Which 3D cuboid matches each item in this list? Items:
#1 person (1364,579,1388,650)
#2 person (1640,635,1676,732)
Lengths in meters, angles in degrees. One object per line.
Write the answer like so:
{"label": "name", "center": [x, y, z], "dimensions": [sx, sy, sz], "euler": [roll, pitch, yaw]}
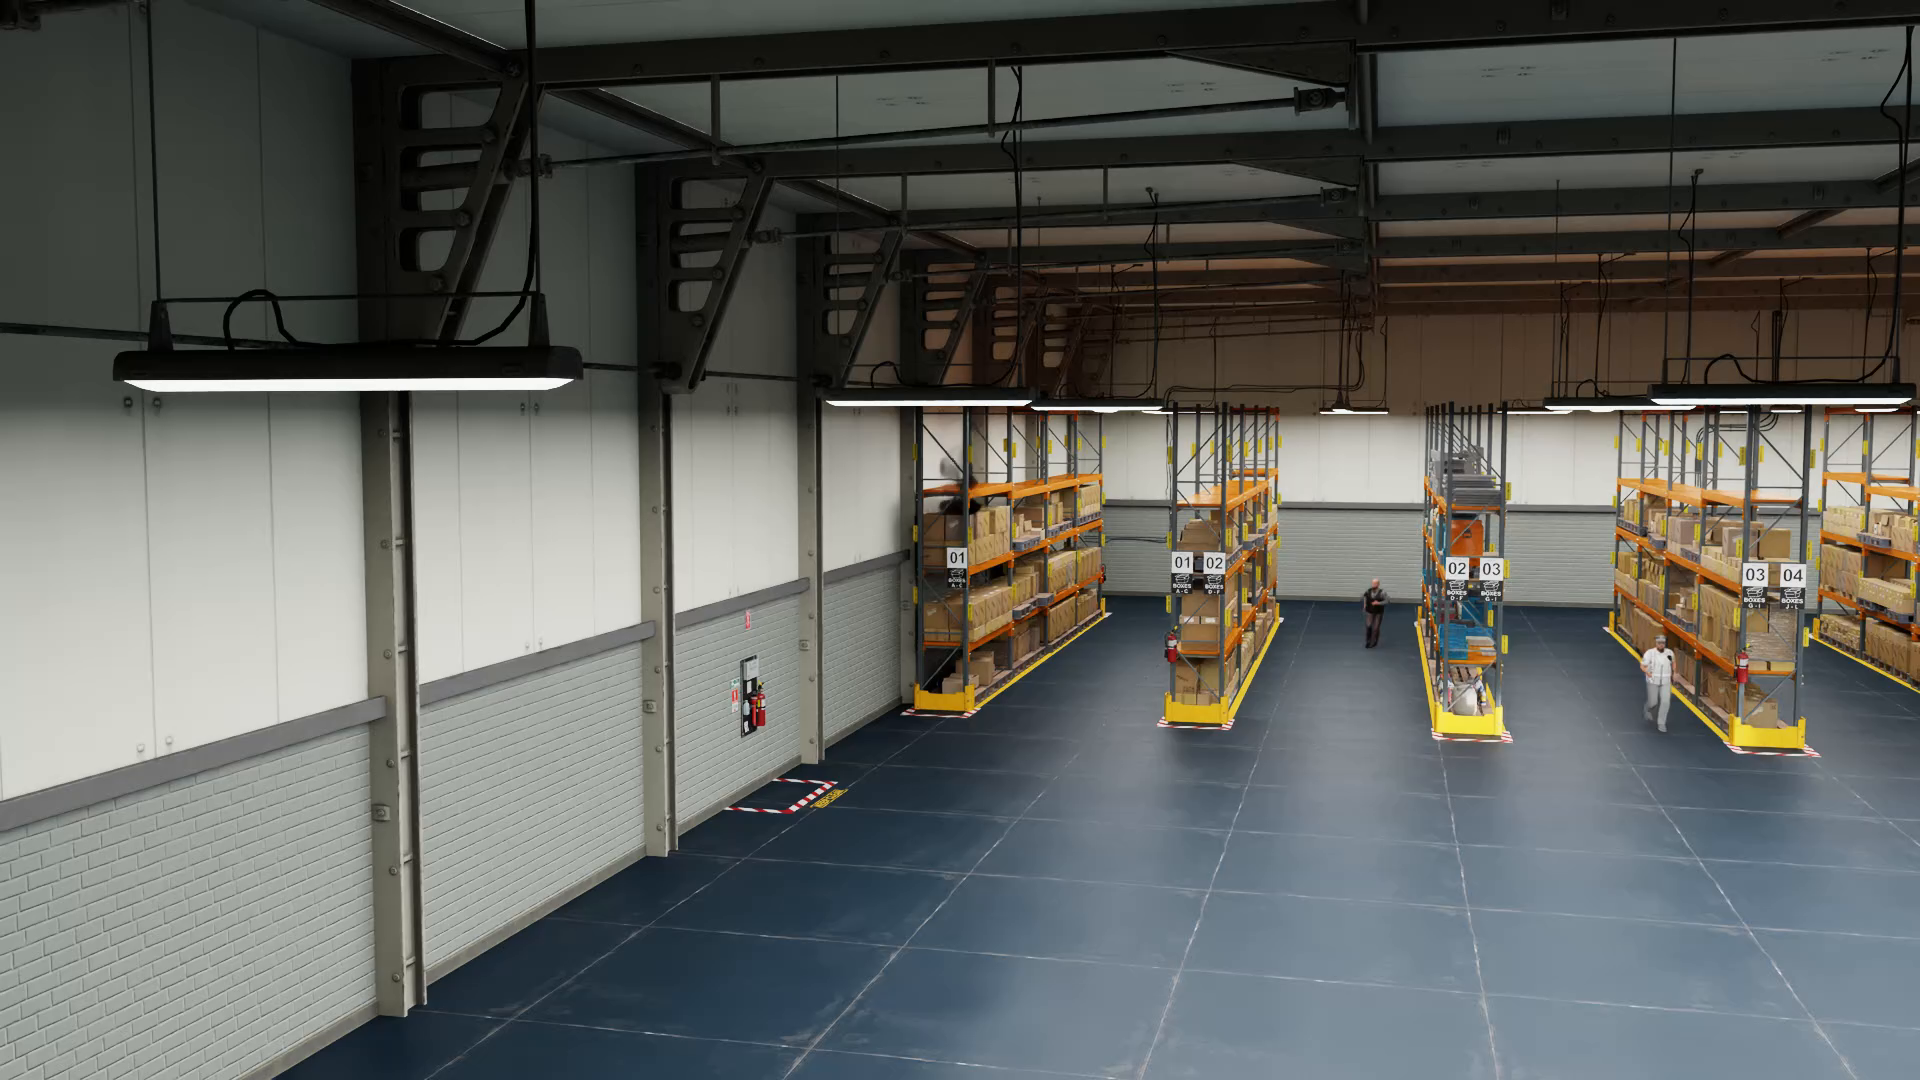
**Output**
{"label": "person", "center": [10.253, 1.857, 41.045], "dimensions": [0.640, 1.786, 0.712], "euler": [2, 5, 22]}
{"label": "person", "center": [12.831, 2.593, 30.558], "dimensions": [0.652, 1.760, 0.893], "euler": [1, 4, 10]}
